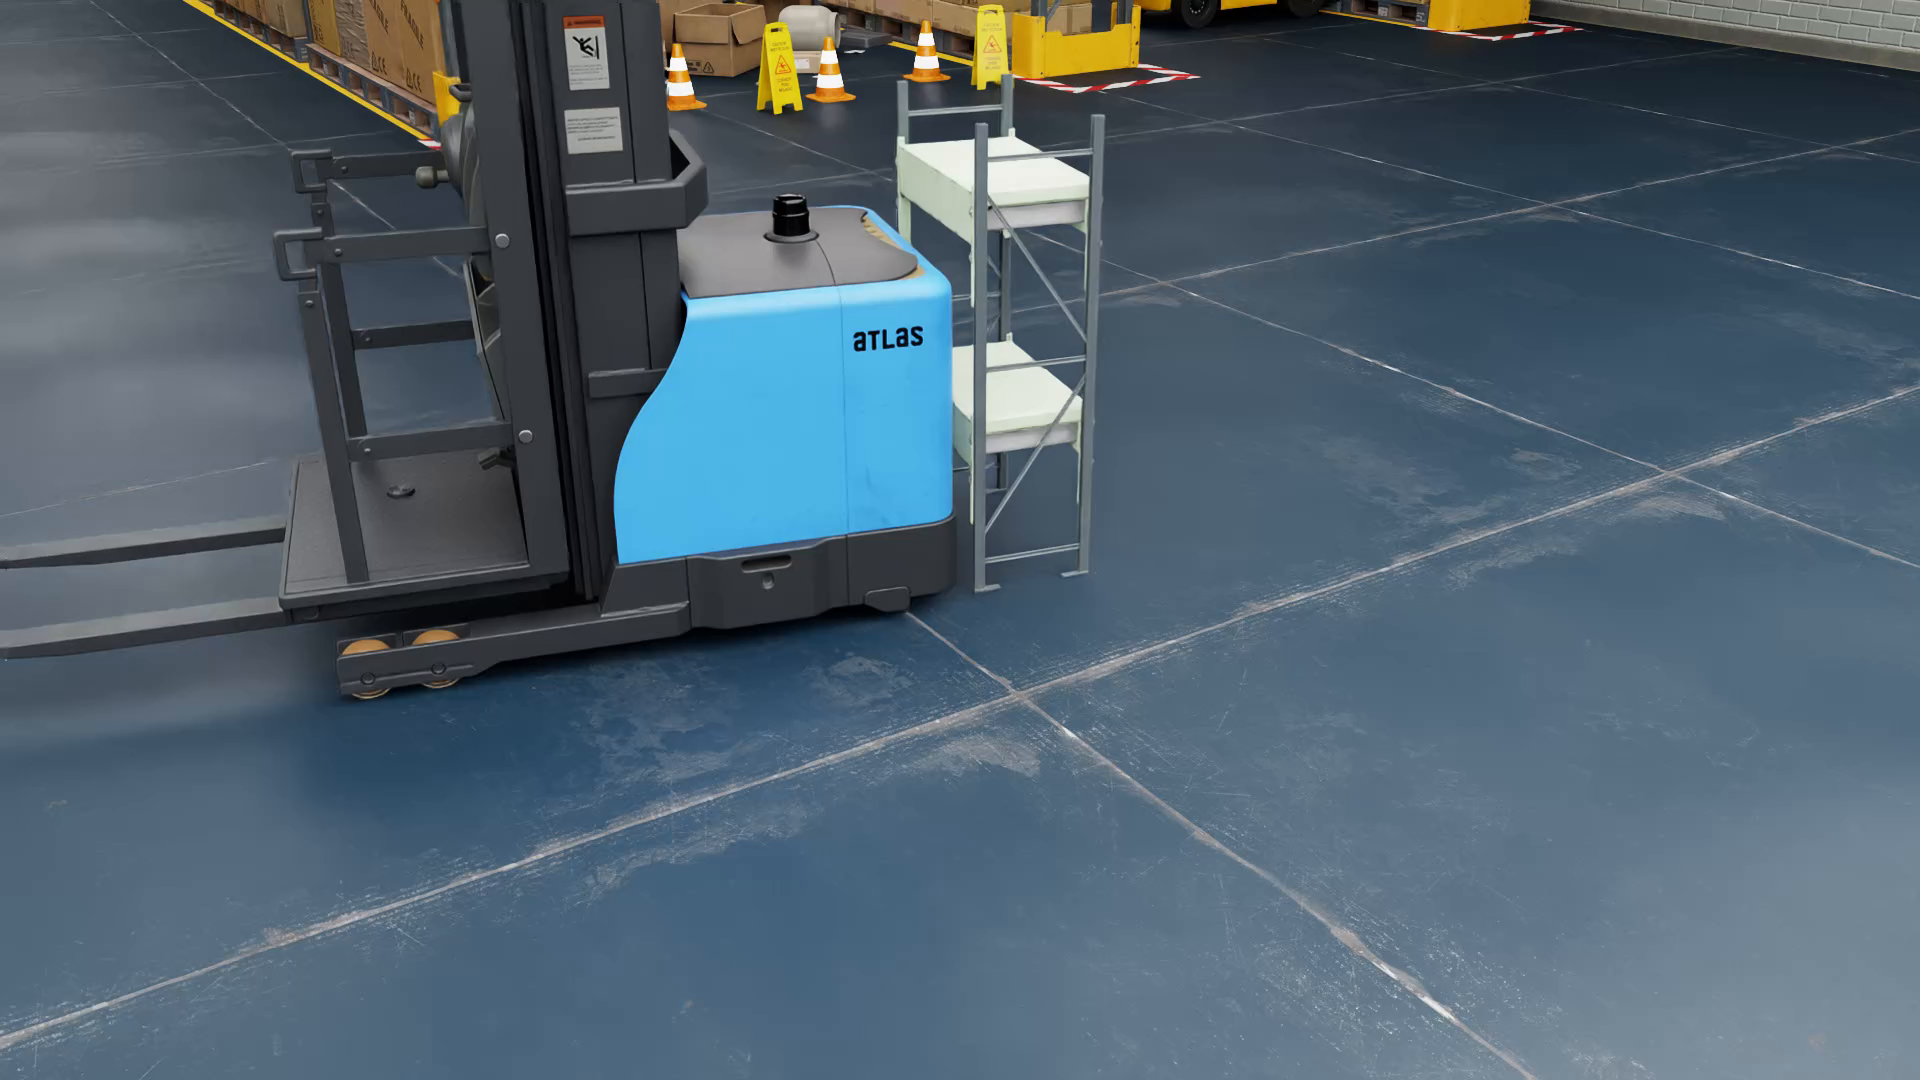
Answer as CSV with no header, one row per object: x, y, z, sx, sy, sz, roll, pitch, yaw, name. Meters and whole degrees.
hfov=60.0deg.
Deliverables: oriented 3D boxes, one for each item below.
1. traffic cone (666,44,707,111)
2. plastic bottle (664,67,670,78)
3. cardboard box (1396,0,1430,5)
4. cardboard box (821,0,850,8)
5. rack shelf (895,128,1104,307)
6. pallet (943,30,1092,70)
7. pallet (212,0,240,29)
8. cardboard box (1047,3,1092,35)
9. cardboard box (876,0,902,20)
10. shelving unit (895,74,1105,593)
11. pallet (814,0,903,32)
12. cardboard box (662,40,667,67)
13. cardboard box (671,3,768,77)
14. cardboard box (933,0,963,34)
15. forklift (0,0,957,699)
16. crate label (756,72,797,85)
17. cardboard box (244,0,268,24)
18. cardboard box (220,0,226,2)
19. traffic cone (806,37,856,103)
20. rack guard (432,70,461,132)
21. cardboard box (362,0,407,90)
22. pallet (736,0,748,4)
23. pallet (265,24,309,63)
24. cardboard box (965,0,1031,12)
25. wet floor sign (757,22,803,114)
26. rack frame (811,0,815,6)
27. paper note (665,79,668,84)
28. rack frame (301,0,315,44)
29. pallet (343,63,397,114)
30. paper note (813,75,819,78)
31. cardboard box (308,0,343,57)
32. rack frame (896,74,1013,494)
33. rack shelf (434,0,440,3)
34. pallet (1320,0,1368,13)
-2.154,-3.567,12.763,0.336,0.463,0.334,-16,29,-30,traffic cone
-2.495,-3.954,14.054,0.283,0.061,0.133,18,31,33,plastic bottle
4.674,-5.582,16.789,0.500,0.250,0.500,-15,29,-29,cardboard box
-1.049,-5.486,16.586,0.500,0.250,0.500,-17,30,-32,cardboard box
0.109,-1.040,5.282,0.431,0.370,0.720,-9,27,-18,rack shelf
0.583,-4.448,14.924,1.003,0.211,1.213,-16,29,-30,pallet
-7.053,-5.494,17.140,1.003,0.211,1.213,-16,29,-30,pallet
0.830,-4.682,14.884,0.500,0.250,0.500,-16,30,-30,cardboard box
-0.456,-5.109,15.787,0.500,0.250,0.500,-16,30,-30,cardboard box
0.109,-0.687,5.449,0.431,1.500,0.755,-9,27,-18,shelving unit
-0.749,-5.320,16.773,1.003,0.211,1.213,-16,29,-30,pallet
-2.756,-4.202,14.340,0.396,0.266,0.258,-10,27,-21,cardboard box
-2.041,-4.292,14.252,0.637,0.503,0.797,7,26,15,cardboard box
0.096,-4.743,15.012,0.500,0.250,0.500,-15,29,-29,cardboard box
-1.586,-1.122,4.693,3.031,2.935,1.130,-8,26,-16,forklift
-1.502,-3.828,13.698,0.298,0.136,0.250,12,28,24,crate label
-6.175,-5.343,15.698,1.050,0.750,0.750,-16,29,-30,cardboard box
-7.164,-5.988,17.065,1.050,0.750,0.750,-16,30,-30,cardboard box
-1.021,-3.708,13.064,0.336,0.463,0.334,-16,29,-30,traffic cone
-3.040,-3.054,11.634,1.175,0.500,0.348,-16,29,-30,rack guard
-3.961,-3.963,12.629,0.875,0.875,0.875,-16,30,-30,cardboard box
-2.241,-6.267,18.779,1.003,0.211,1.213,-16,29,-30,pallet
-5.721,-4.621,15.292,1.003,0.211,1.213,-16,29,-30,pallet
0.383,-4.894,14.454,0.500,0.500,0.500,-15,29,-29,cardboard box
-1.379,-3.579,12.576,0.267,0.644,0.232,-22,33,-38,wet floor sign
-1.145,-6.813,16.669,1.000,3.000,0.127,-16,29,-30,rack frame
-2.464,-3.791,13.747,0.144,0.017,0.142,-6,26,-12,paper note
-5.237,-5.624,14.149,1.000,3.000,0.127,-16,29,-30,rack frame
-4.217,-3.636,13.204,1.003,0.211,1.213,-16,29,-30,pallet
-1.145,-3.914,14.006,0.142,0.019,0.148,18,31,33,paper note
-4.952,-4.612,14.002,0.875,0.875,0.875,-15,29,-29,cardboard box
-0.016,-0.834,5.760,0.400,1.500,0.023,-9,27,-18,rack frame
-4.145,-4.583,12.787,1.077,0.370,4.000,-16,29,-30,rack shelf
4.081,-5.980,18.169,1.003,0.211,1.213,-16,29,-30,pallet
